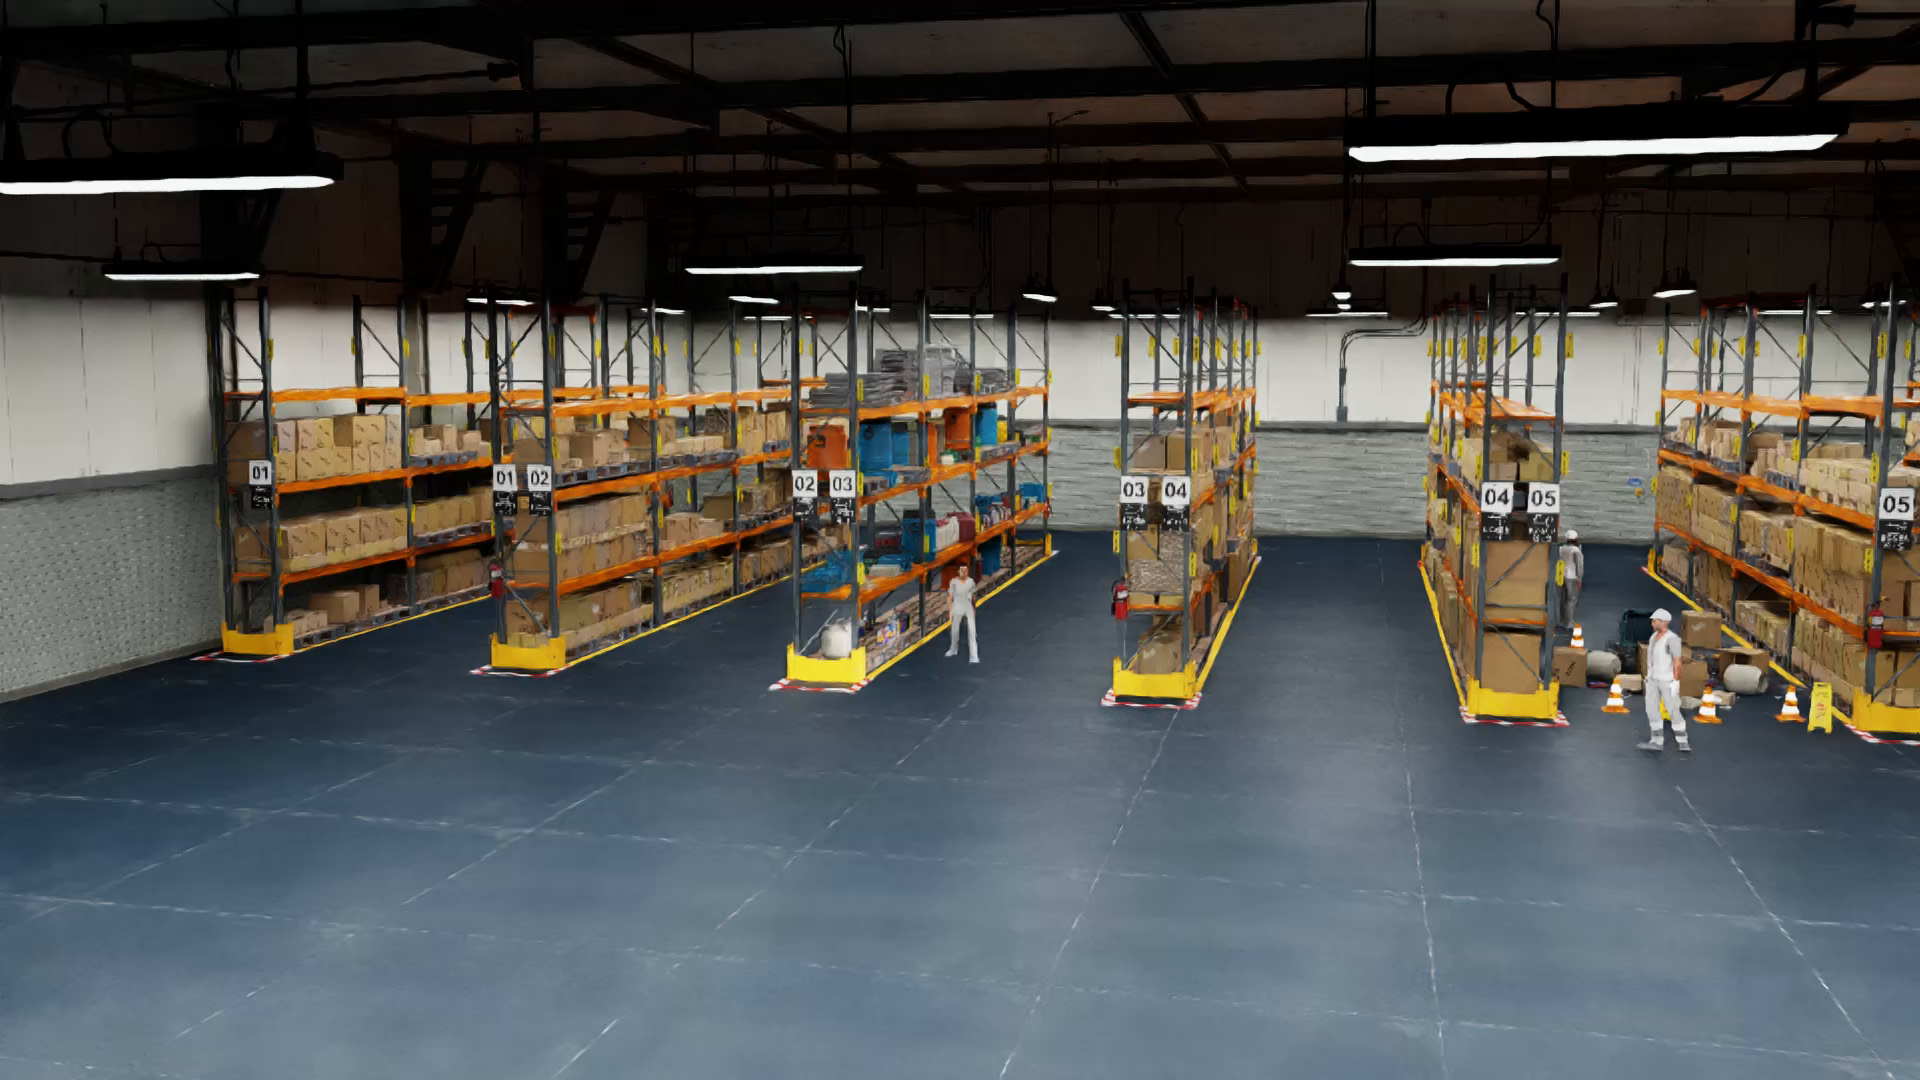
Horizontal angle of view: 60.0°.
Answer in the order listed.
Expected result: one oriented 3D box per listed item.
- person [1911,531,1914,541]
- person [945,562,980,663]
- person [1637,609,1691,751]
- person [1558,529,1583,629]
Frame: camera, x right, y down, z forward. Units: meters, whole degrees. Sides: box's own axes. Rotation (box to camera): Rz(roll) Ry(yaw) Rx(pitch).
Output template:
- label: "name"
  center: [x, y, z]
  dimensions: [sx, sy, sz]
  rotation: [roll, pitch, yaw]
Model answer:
- label: "person"
  center: [16.843, 0.696, 29.686]
  dimensions: [0.629, 1.773, 0.677]
  rotation: [6, 9, 40]
- label: "person"
  center: [0.038, 1.143, 26.682]
  dimensions: [0.481, 1.622, 0.954]
  rotation: [-1, 7, -10]
- label: "person"
  center: [8.831, 1.745, 20.791]
  dimensions: [0.544, 1.783, 0.645]
  rotation: [-2, 7, -14]
- label: "person"
  center: [10.959, 0.691, 29.764]
  dimensions: [0.444, 1.775, 0.576]
  rotation: [-2, 7, -18]
